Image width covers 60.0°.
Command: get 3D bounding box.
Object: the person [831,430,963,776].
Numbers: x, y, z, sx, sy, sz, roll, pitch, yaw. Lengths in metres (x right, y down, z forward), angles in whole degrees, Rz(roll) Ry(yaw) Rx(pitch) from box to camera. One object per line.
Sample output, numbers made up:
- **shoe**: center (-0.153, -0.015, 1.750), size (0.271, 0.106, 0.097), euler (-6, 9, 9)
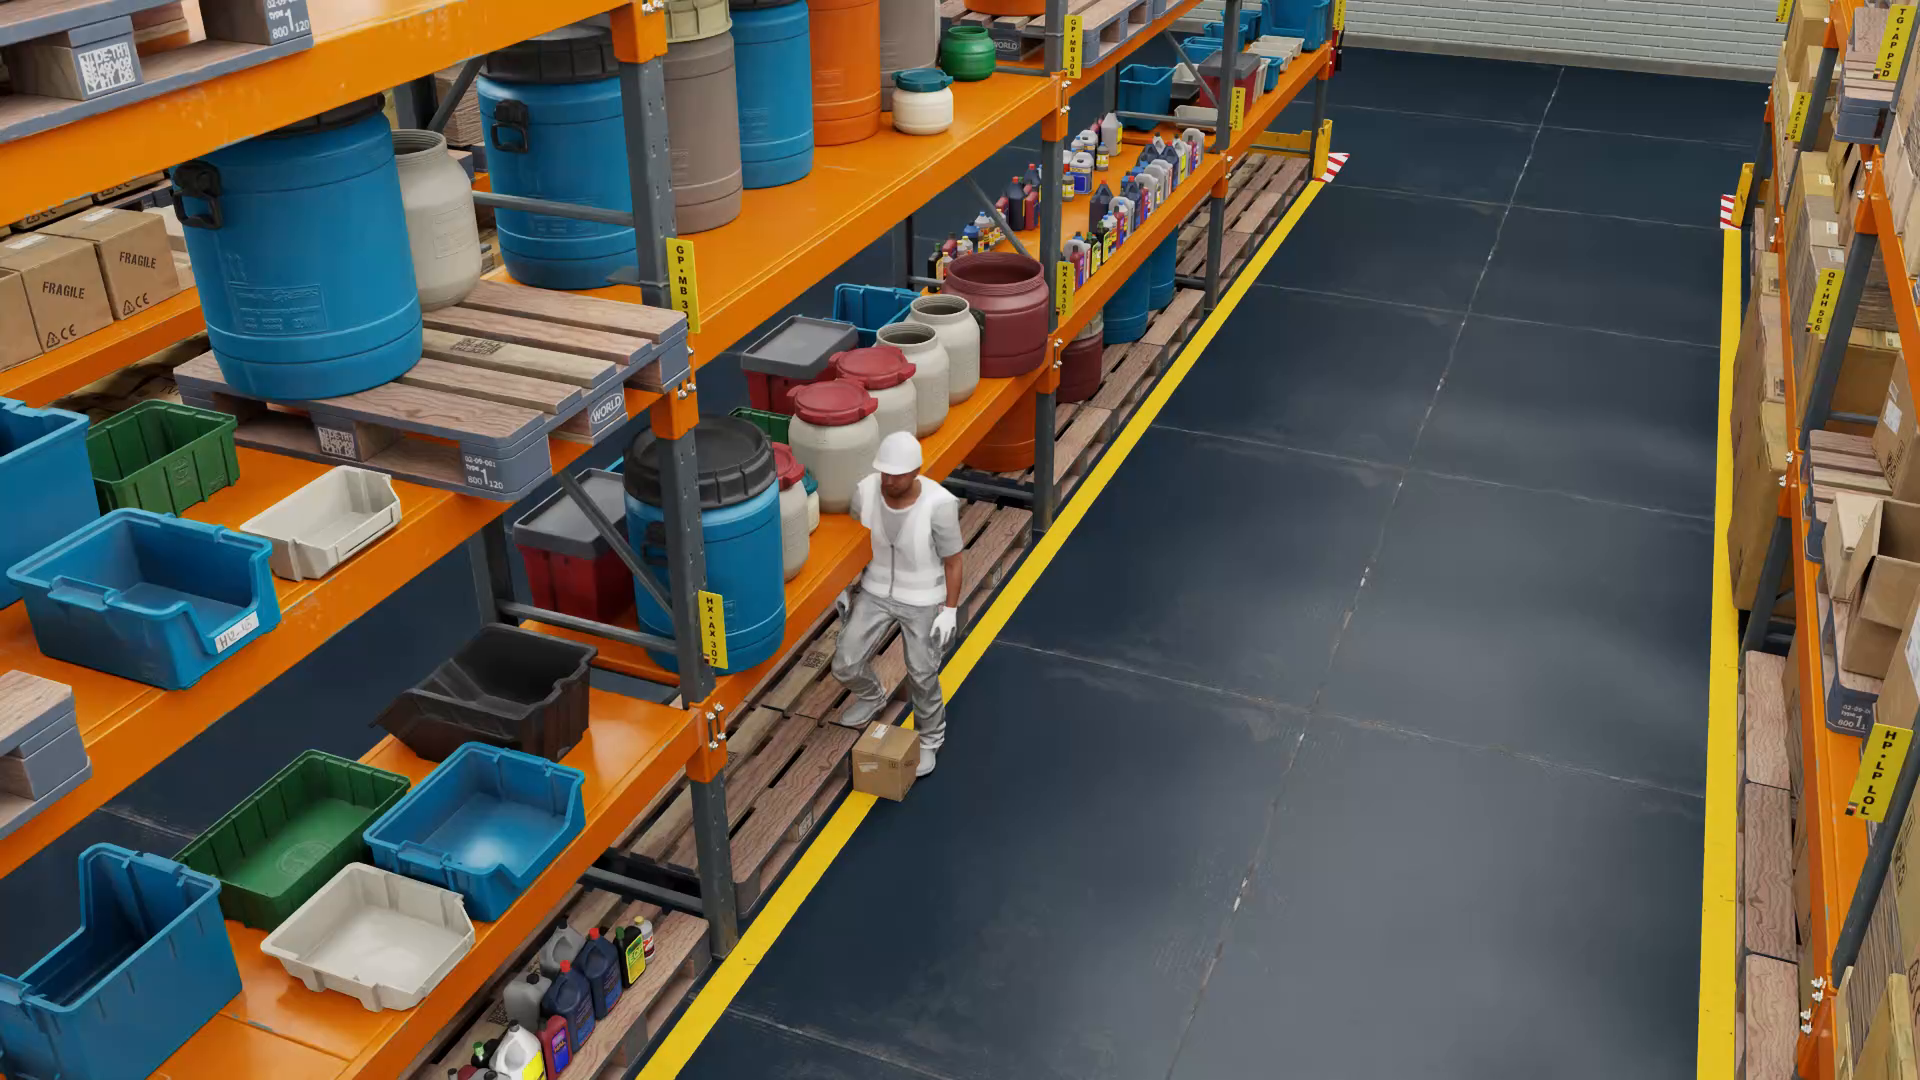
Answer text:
- **person**: center (-0.302, 0.306, 7.838), size (0.615, 1.782, 0.525), euler (11, 31, 19)
